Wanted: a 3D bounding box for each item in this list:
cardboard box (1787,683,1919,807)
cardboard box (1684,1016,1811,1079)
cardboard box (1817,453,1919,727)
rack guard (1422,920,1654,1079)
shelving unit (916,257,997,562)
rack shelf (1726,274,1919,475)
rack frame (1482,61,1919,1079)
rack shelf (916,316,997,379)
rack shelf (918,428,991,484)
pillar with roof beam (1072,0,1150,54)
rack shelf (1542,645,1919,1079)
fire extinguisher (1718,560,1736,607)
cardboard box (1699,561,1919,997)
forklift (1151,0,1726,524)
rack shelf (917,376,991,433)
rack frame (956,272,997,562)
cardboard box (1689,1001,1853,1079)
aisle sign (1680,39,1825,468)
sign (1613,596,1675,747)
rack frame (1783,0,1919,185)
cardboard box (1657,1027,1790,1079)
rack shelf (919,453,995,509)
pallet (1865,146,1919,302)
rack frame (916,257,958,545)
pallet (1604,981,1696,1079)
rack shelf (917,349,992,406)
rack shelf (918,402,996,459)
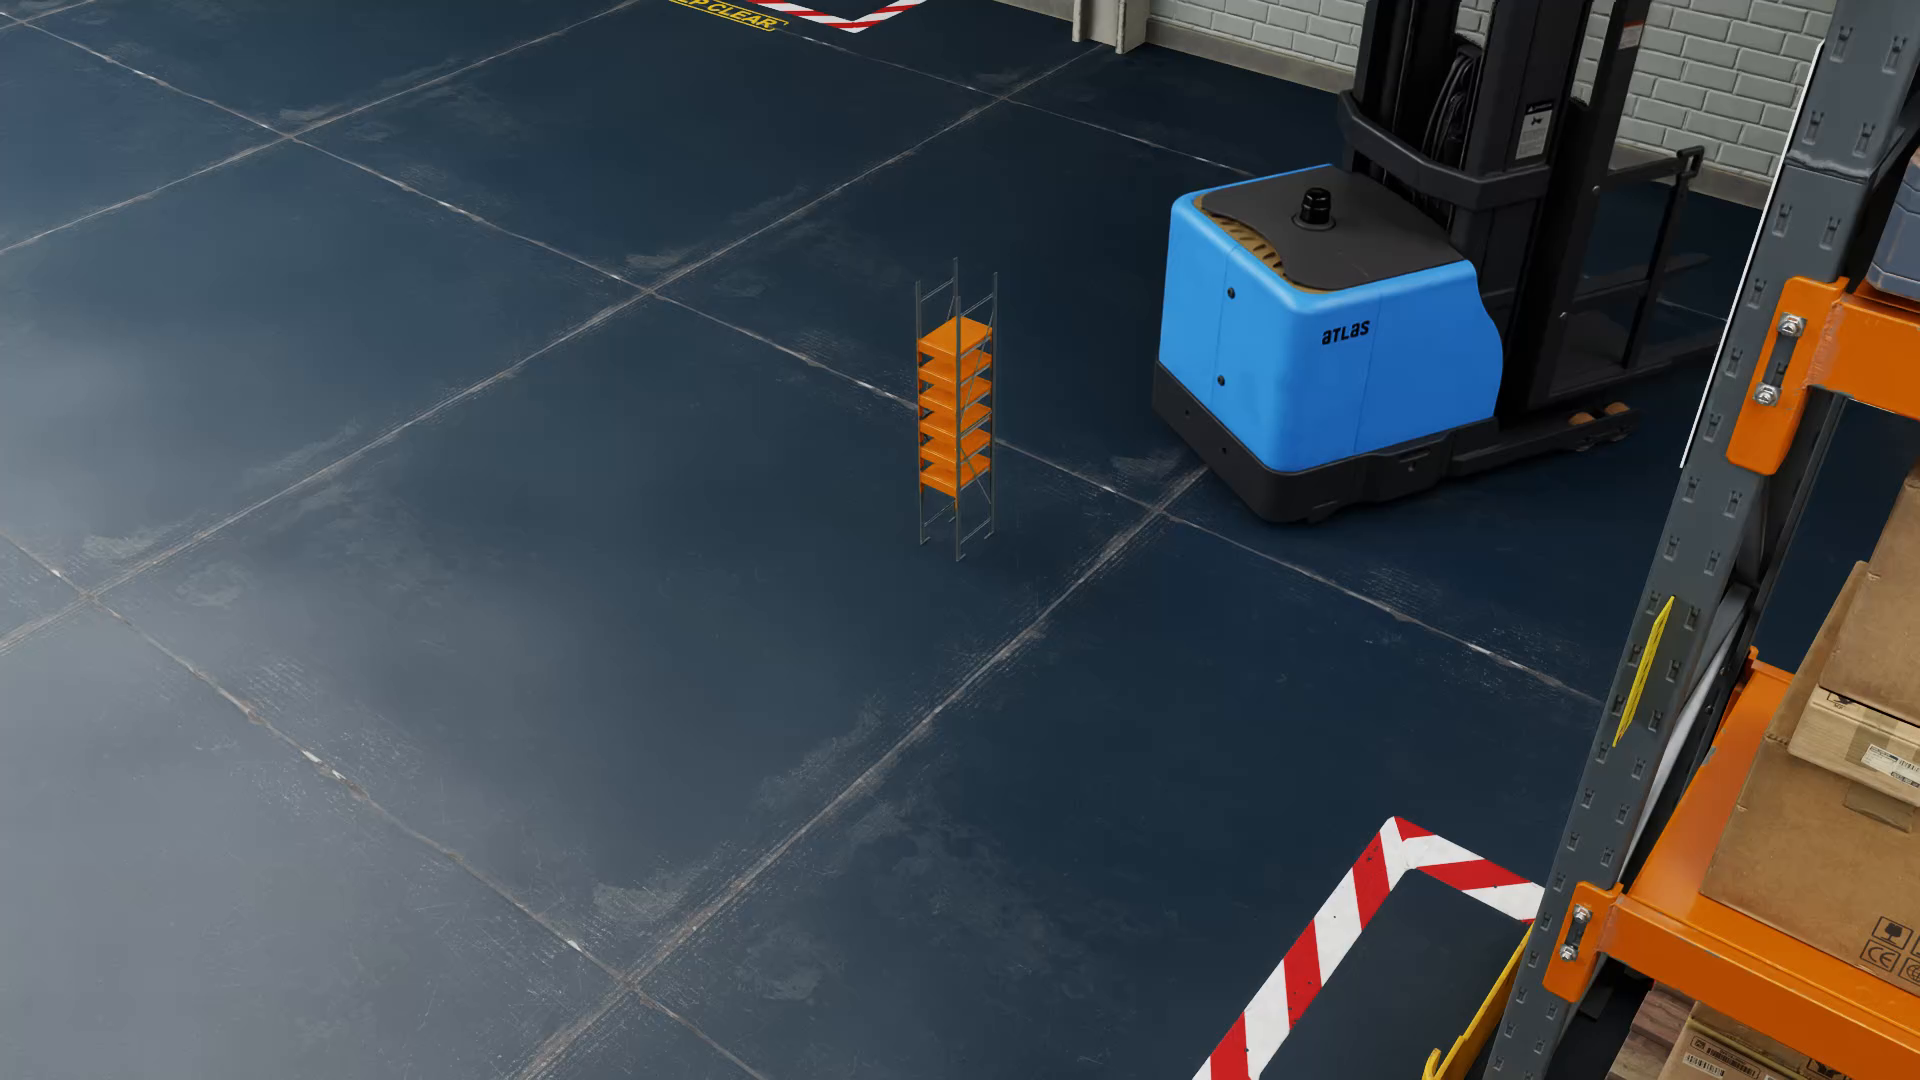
[{"bbox_3d":[1.845,0.318,3.303,0.250,0.149,0.380,25,44,28],"label":"cardboard box"},{"bbox_3d":[2.270,1.334,4.503,0.500,0.250,0.500,25,45,29],"label":"cardboard box"},{"bbox_3d":[2.070,0.011,3.169,0.500,0.500,0.700,25,45,29],"label":"cardboard box"},{"bbox_3d":[1.645,1.336,4.638,0.348,0.500,1.175,25,45,29],"label":"rack guard"},{"bbox_3d":[-0.011,-0.478,6.387,0.189,1.200,0.258,25,45,29],"label":"shelving unit"},{"bbox_3d":[3.253,0.212,2.197,4.000,0.370,1.077,25,45,29],"label":"rack shelf"},{"bbox_3d":[1.665,0.361,3.856,0.127,3.000,1.000,25,45,29],"label":"rack frame"},{"bbox_3d":[-0.012,-0.726,6.192,0.180,0.103,0.258,25,45,29],"label":"rack shelf"},{"bbox_3d":[-0.011,-0.348,6.488,0.180,0.103,0.258,25,45,29],"label":"rack shelf"},{"bbox_3d":[-1.629,-4.729,5.491,0.400,9.000,9.100,25,45,29],"label":"pillar with roof beam"},{"bbox_3d":[3.253,1.393,3.121,4.000,0.370,1.077,25,45,29],"label":"rack shelf"},{"bbox_3d":[1.853,0.119,4.227,0.183,0.674,0.296,25,45,29],"label":"fire extinguisher"},{"bbox_3d":[2.028,0.502,3.594,0.500,0.500,0.700,25,45,29],"label":"cardboard box"},{"bbox_3d":[2.415,-1.822,6.700,3.031,2.935,1.130,-15,41,-19],"label":"forklift"},{"bbox_3d":[-0.011,-0.537,6.340,0.180,0.103,0.258,25,45,29],"label":"rack shelf"},{"bbox_3d":[0.061,-0.444,6.343,0.006,1.200,0.240,25,45,29],"label":"rack frame"},{"bbox_3d":[2.271,1.038,4.273,0.500,0.500,0.500,25,45,29],"label":"cardboard box"},{"bbox_3d":[1.426,-0.538,2.895,0.004,0.787,0.394,25,45,29],"label":"aisle sign"},{"bbox_3d":[1.323,0.258,3.221,0.005,0.325,0.100,25,45,29],"label":"sign"},{"bbox_3d":[1.665,-2.002,2.007,0.127,3.000,1.000,25,45,29],"label":"rack frame"},{"bbox_3d":[1.955,1.588,4.179,0.500,0.250,0.500,25,45,29],"label":"cardboard box"},{"bbox_3d":[-0.011,-0.254,6.562,0.180,0.103,0.258,25,45,29],"label":"rack shelf"},{"bbox_3d":[2.210,-0.508,2.604,1.213,0.211,1.003,25,45,29],"label":"pallet"},{"bbox_3d":[-0.084,-0.512,6.431,0.006,1.200,0.240,25,45,29],"label":"rack frame"},{"bbox_3d":[2.297,1.724,4.376,1.213,0.211,1.003,25,45,29],"label":"pallet"},{"bbox_3d":[-0.011,-0.632,6.266,0.180,0.103,0.258,25,45,29],"label":"rack shelf"},{"bbox_3d":[-0.011,-0.443,6.414,0.180,0.103,0.258,25,45,29],"label":"rack shelf"}]
